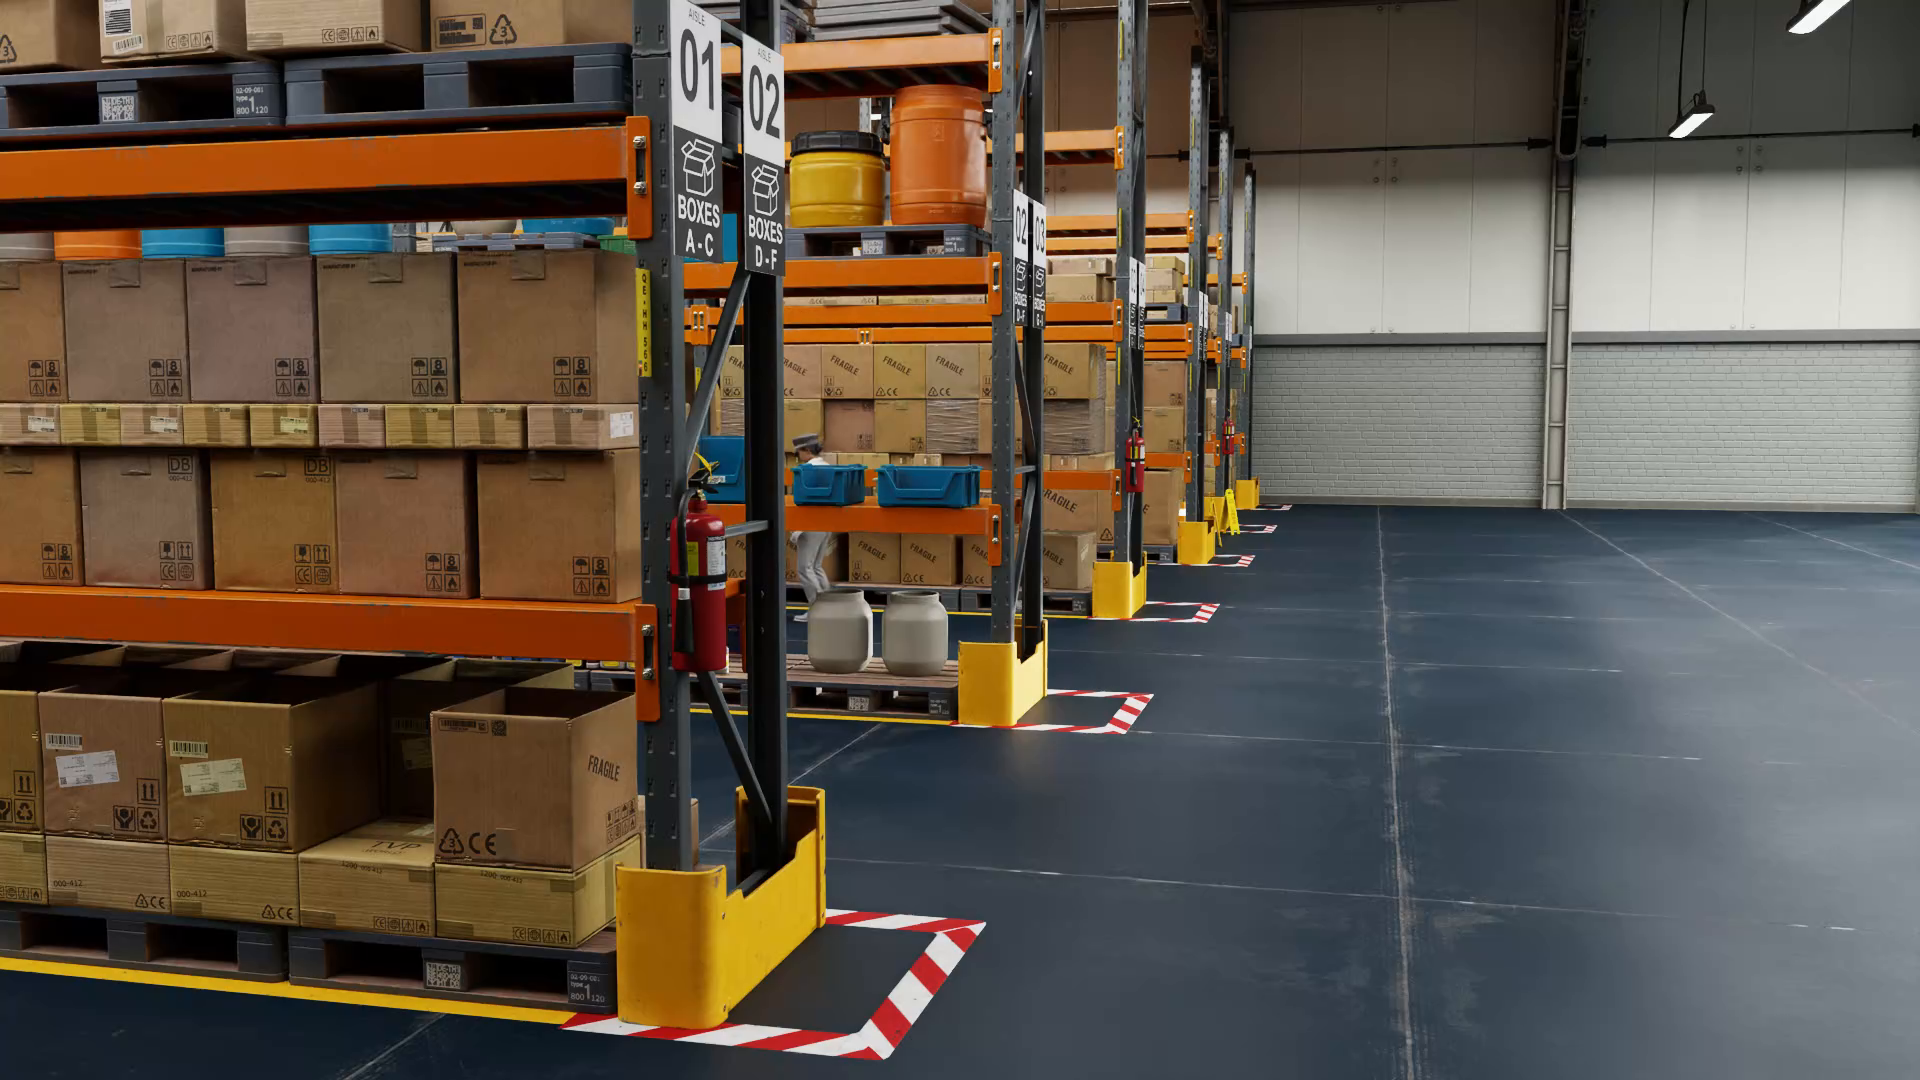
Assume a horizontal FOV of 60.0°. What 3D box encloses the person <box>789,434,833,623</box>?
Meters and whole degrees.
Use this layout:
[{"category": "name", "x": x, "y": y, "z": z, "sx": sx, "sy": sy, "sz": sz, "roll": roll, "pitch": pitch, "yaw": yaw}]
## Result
[{"category": "person", "x": -1.293, "y": -0.106, "z": 14.627, "sx": 0.366, "sy": 1.655, "sz": 0.456, "roll": 1, "pitch": 5, "yaw": 15}]
